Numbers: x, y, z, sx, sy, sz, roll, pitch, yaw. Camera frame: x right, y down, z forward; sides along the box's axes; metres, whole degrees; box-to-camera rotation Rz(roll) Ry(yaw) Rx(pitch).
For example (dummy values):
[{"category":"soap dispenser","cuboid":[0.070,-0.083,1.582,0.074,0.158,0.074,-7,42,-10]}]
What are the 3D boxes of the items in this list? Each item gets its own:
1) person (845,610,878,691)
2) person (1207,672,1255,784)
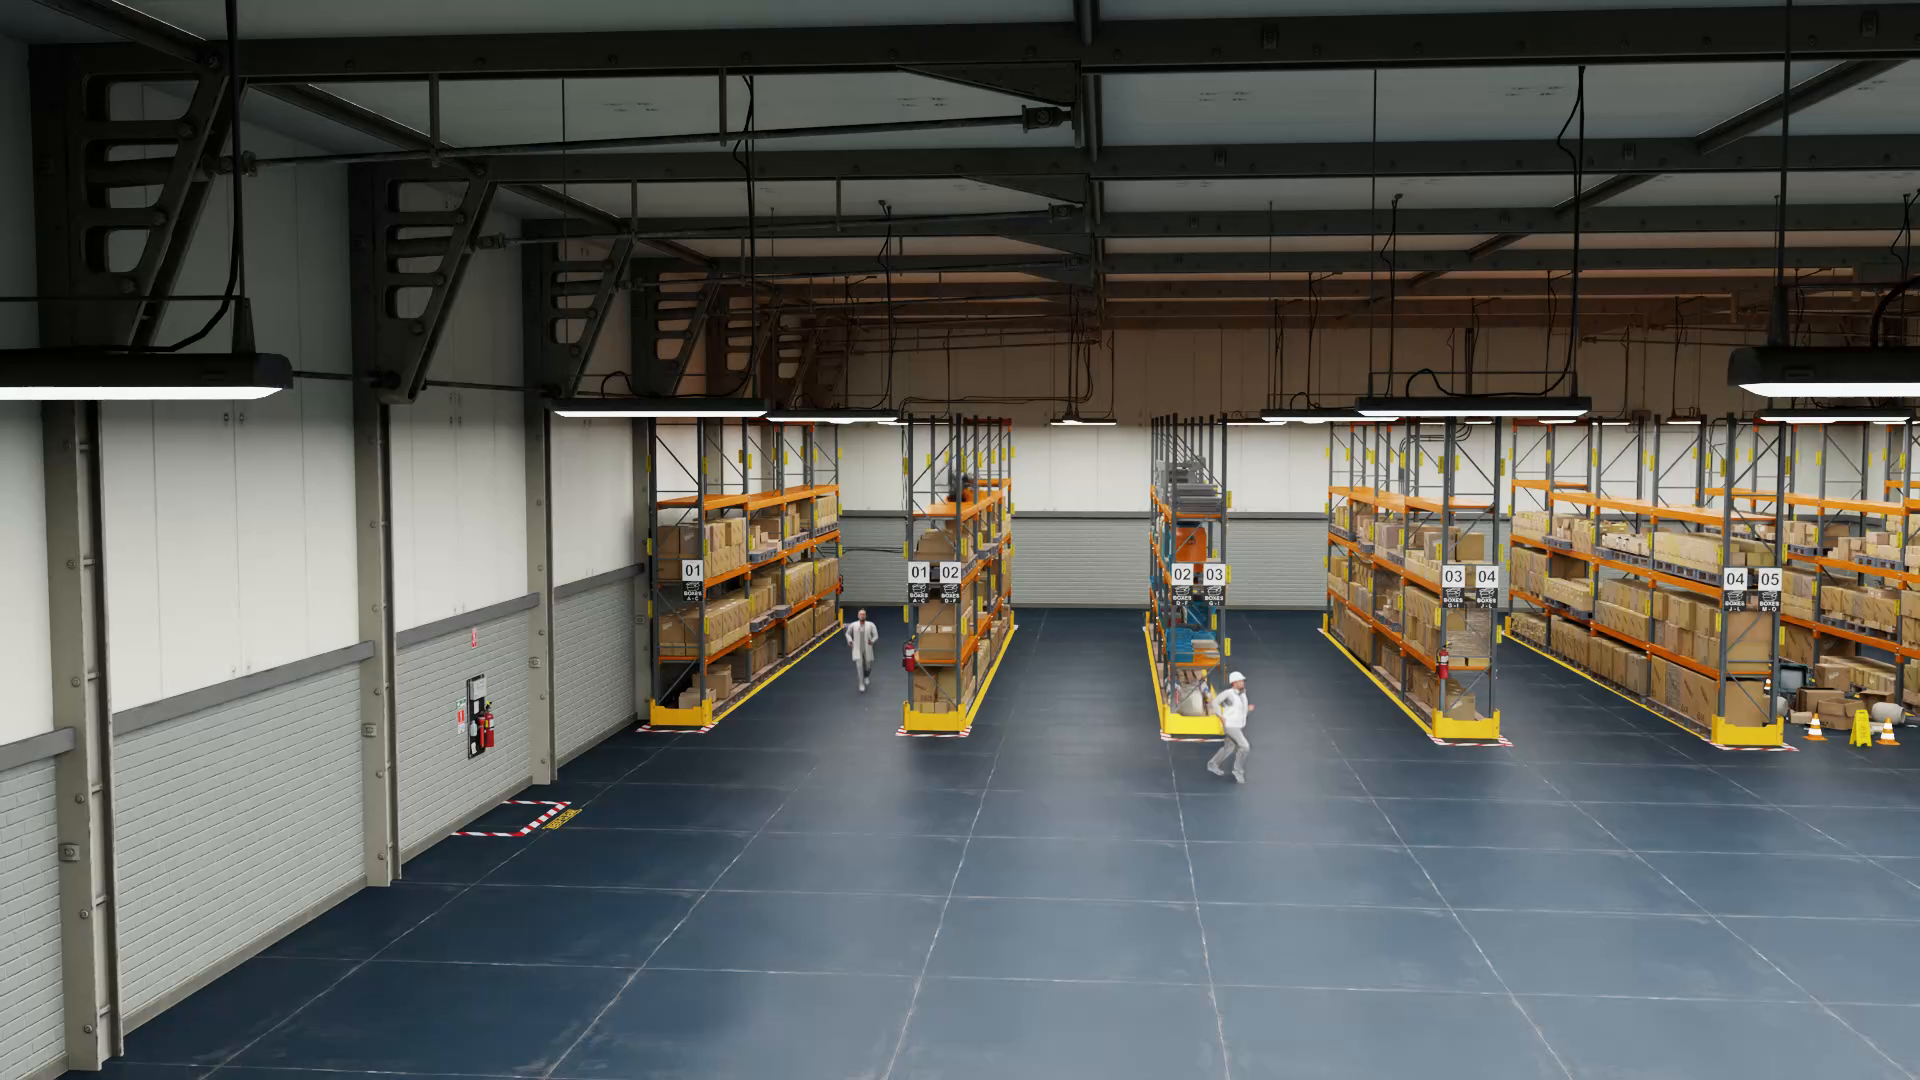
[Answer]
[{"category":"person","cuboid":[-2.132,2.387,36.102,0.715,1.735,0.826,0,4,-6]},{"category":"person","cuboid":[4.395,3.045,26.988,0.814,1.832,0.633,3,5,34]}]
